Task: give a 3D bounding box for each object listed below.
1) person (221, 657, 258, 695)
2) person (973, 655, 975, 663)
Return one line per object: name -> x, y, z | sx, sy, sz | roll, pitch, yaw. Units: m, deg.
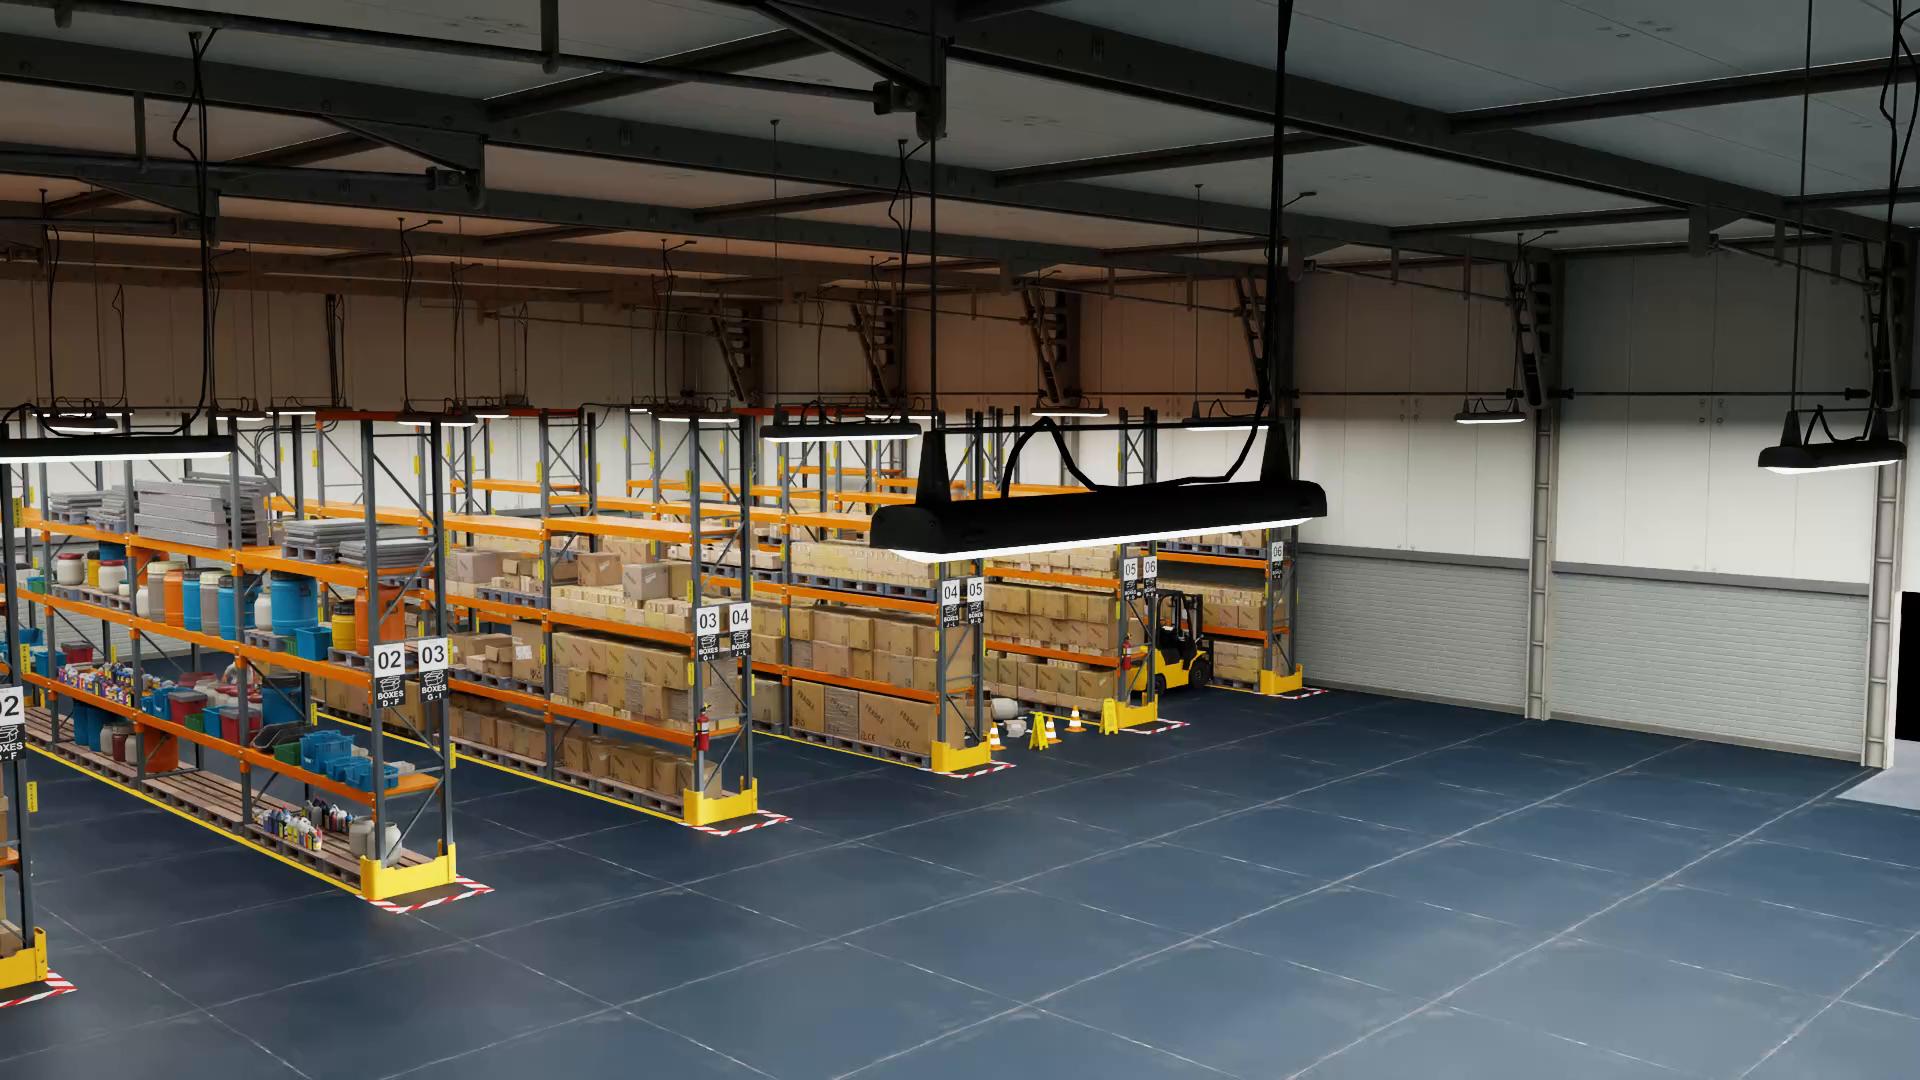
person -> -13.108, 2.799, 30.291 | 0.704, 1.715, 0.669 | 3, 6, 30
person -> 0.177, 2.169, 37.087 | 0.834, 1.830, 0.686 | 5, 7, 44
